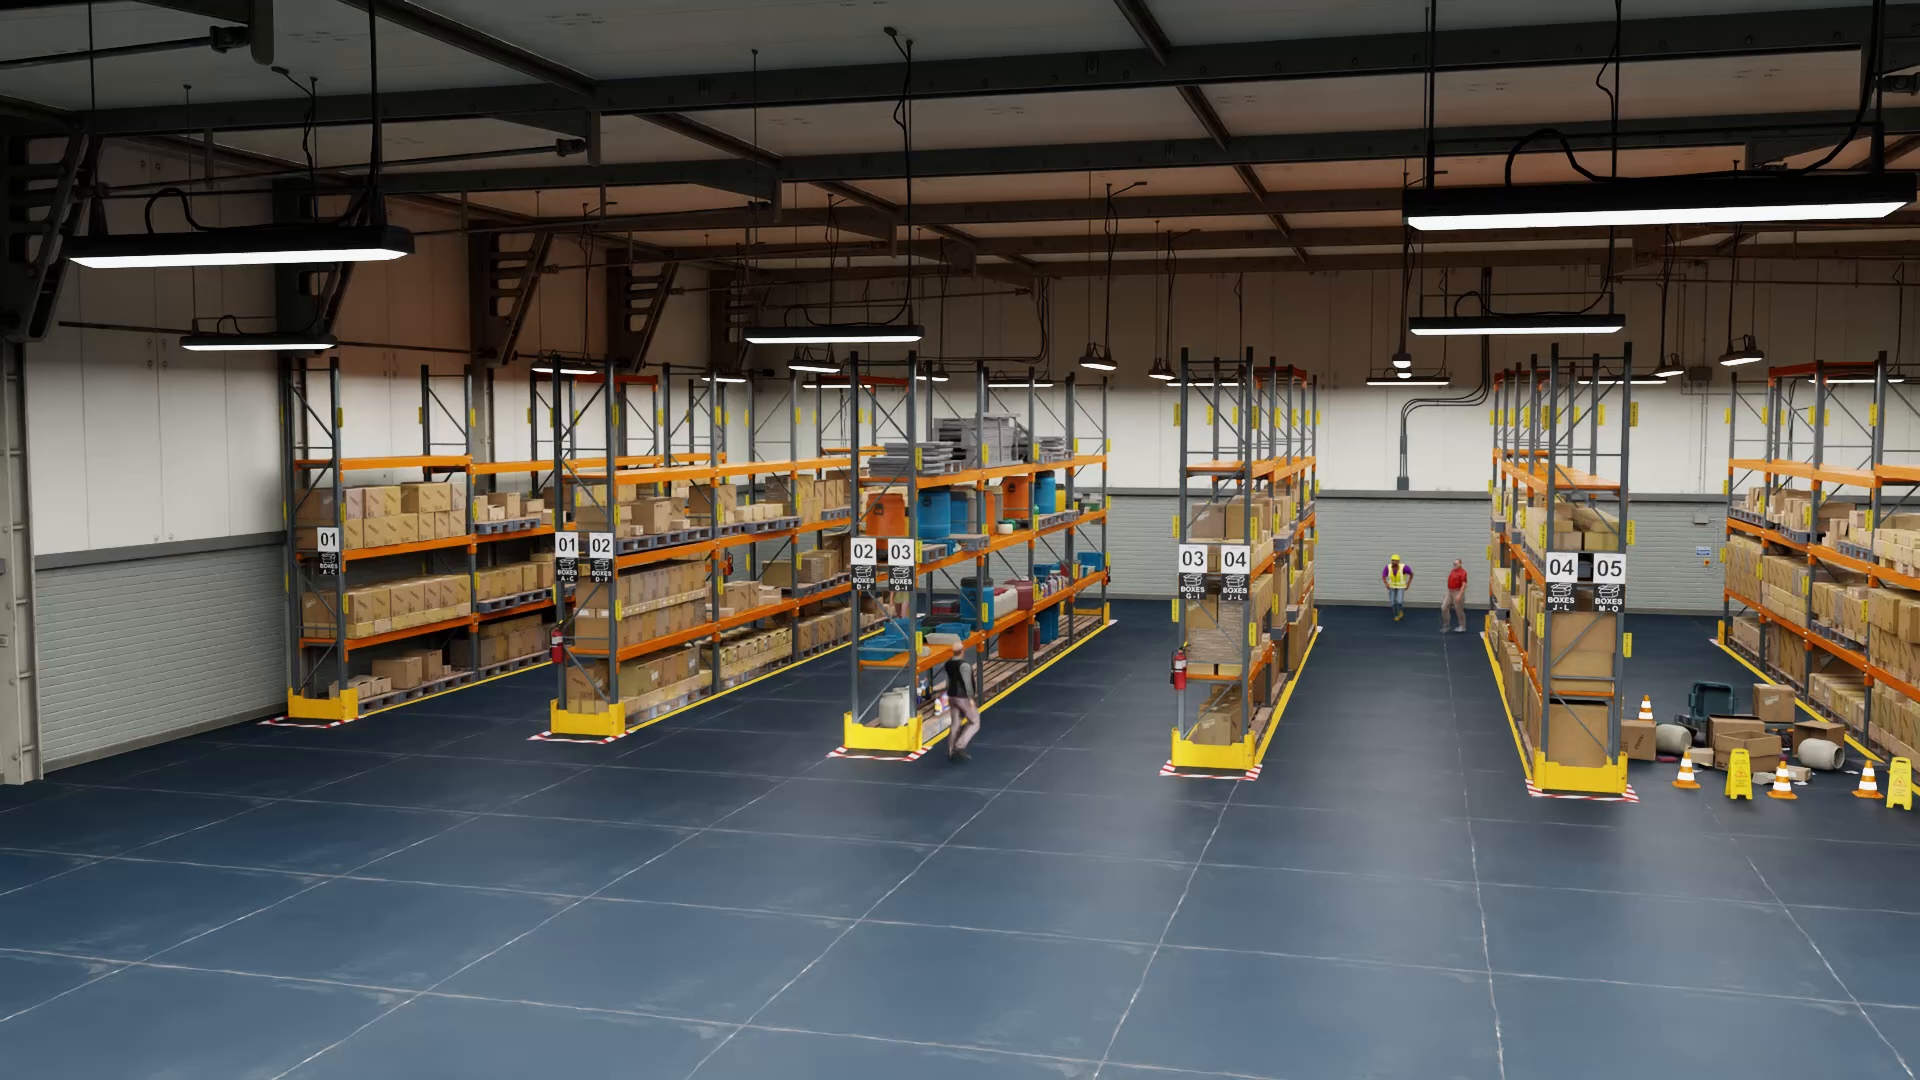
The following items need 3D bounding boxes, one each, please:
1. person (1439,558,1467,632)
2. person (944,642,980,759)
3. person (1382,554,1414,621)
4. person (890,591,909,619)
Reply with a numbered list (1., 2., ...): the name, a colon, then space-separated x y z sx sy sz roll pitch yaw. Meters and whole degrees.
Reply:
1. person: 11.539 1.328 38.766 0.592 1.798 0.580 -2 5 -22
2. person: -0.002 2.351 24.377 0.469 1.702 0.646 -3 5 -35
3. person: 10.758 1.171 40.886 0.743 1.664 0.707 2 5 24
4. person: -1.346 1.387 37.815 0.466 1.567 1.082 1 4 11
